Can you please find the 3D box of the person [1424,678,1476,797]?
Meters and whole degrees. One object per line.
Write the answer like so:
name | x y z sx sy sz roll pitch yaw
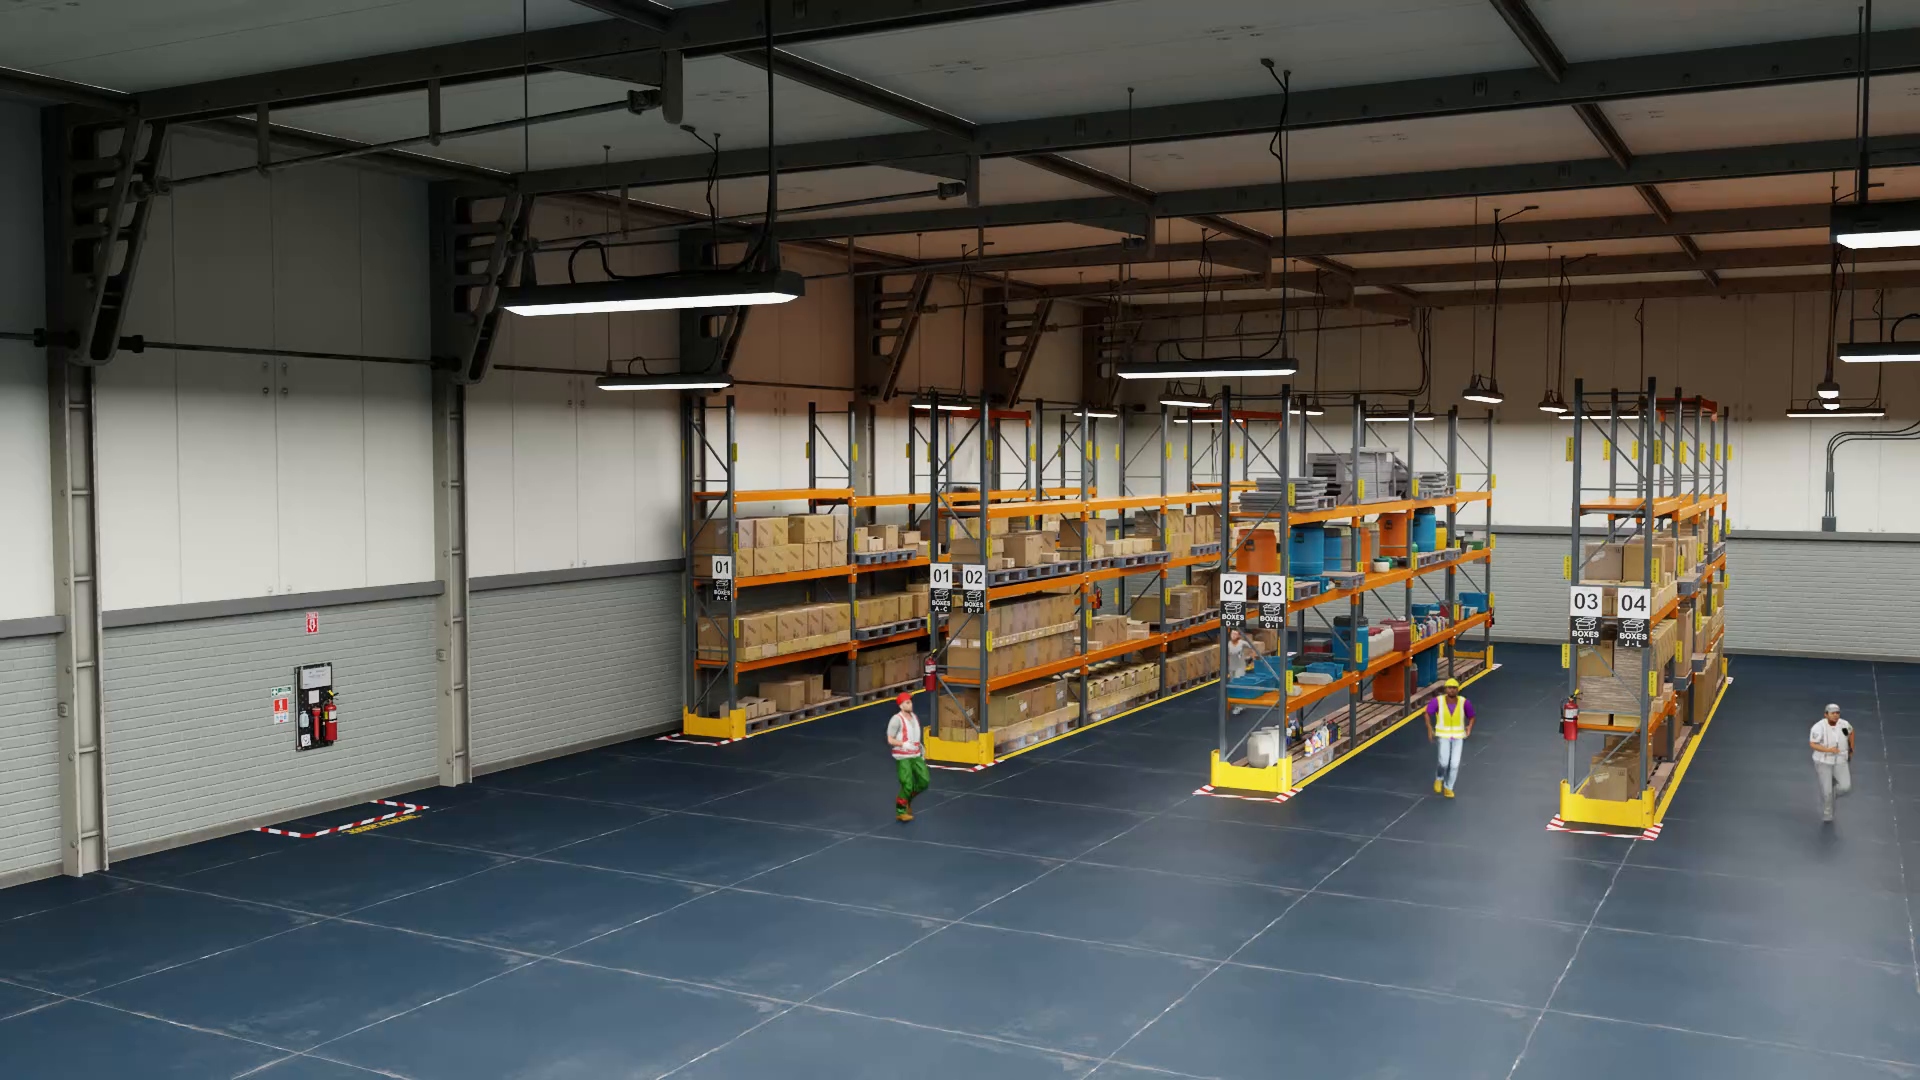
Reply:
person | 7.120 2.865 24.102 0.707 1.730 0.564 0 3 8

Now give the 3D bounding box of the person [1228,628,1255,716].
person | 5.298 2.497 31.748 0.588 1.668 0.808 1 3 23

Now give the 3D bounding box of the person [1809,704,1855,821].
person | 11.771 3.017 22.430 0.598 1.607 0.640 0 3 7

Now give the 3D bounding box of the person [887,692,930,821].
person | -0.662 2.935 22.491 0.582 1.740 0.643 3 4 45
